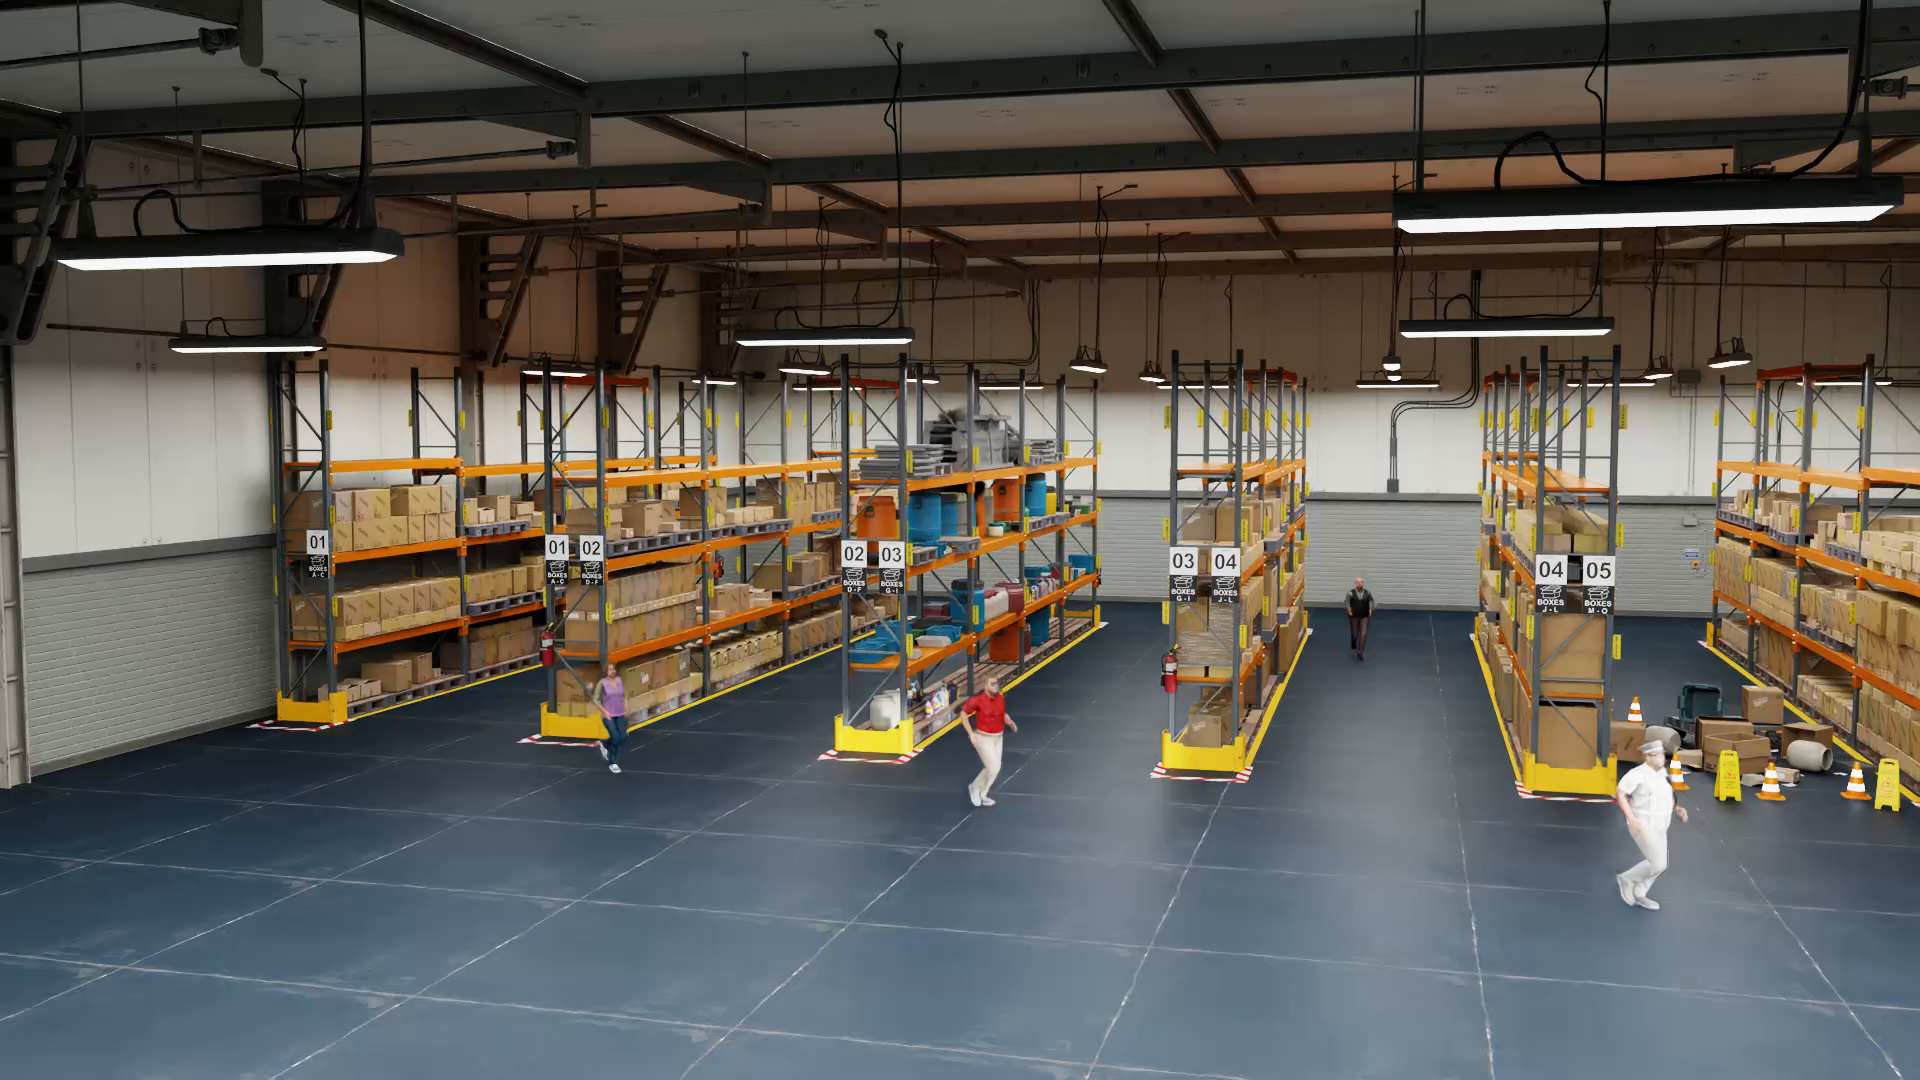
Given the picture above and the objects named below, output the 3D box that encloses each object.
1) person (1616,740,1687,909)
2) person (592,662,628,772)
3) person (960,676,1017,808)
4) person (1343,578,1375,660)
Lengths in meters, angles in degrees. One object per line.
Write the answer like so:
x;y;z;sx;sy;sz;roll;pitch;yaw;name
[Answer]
7.097;2.907;17.026;0.673;1.748;0.592;-3;5;-38;person
-5.015;2.564;23.824;0.536;1.483;0.515;-4;6;-42;person
0.418;2.606;21.513;0.625;1.701;0.667;4;6;44;person
8.433;1.645;35.114;0.661;1.708;0.792;1;4;8;person
